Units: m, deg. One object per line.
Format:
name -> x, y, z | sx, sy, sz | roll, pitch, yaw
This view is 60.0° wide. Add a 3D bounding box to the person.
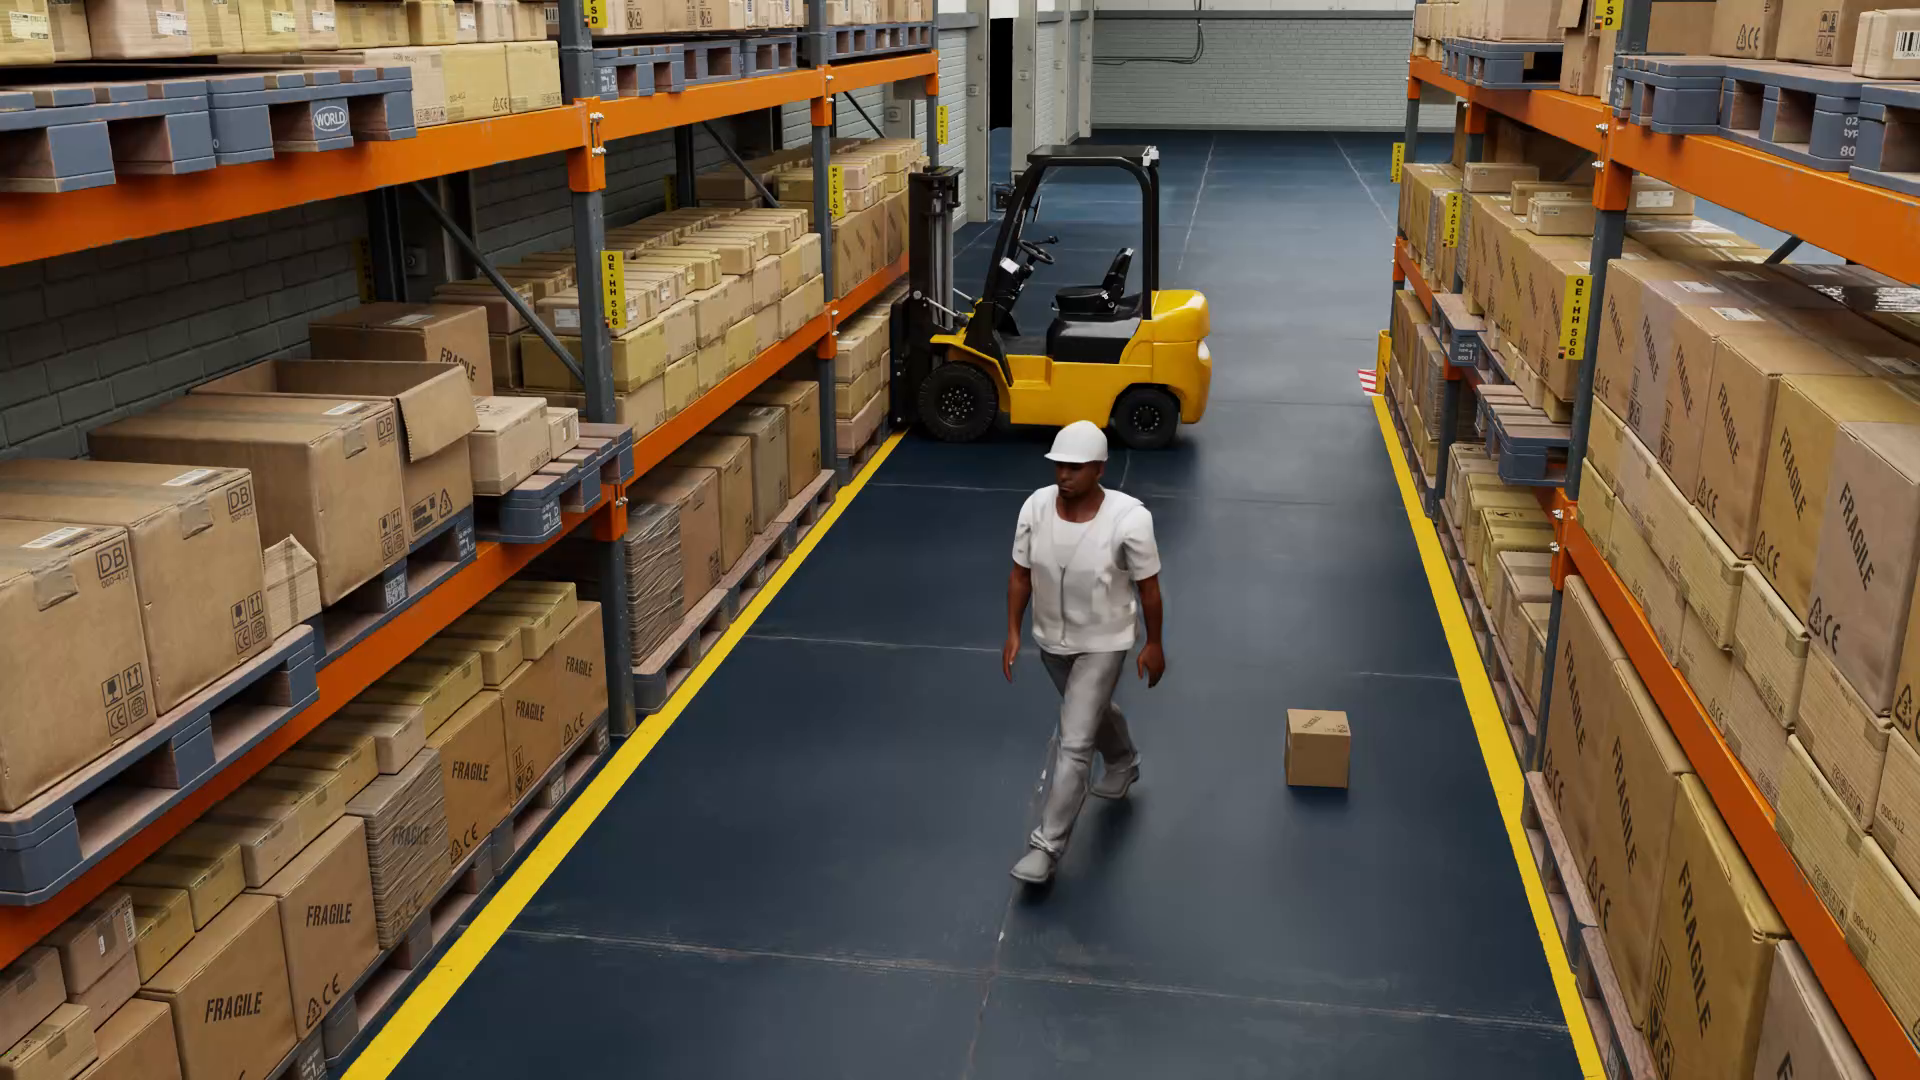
person -> 0.441, 0.375, 6.378 | 0.575, 1.709, 1.098 | 13, 22, 35
